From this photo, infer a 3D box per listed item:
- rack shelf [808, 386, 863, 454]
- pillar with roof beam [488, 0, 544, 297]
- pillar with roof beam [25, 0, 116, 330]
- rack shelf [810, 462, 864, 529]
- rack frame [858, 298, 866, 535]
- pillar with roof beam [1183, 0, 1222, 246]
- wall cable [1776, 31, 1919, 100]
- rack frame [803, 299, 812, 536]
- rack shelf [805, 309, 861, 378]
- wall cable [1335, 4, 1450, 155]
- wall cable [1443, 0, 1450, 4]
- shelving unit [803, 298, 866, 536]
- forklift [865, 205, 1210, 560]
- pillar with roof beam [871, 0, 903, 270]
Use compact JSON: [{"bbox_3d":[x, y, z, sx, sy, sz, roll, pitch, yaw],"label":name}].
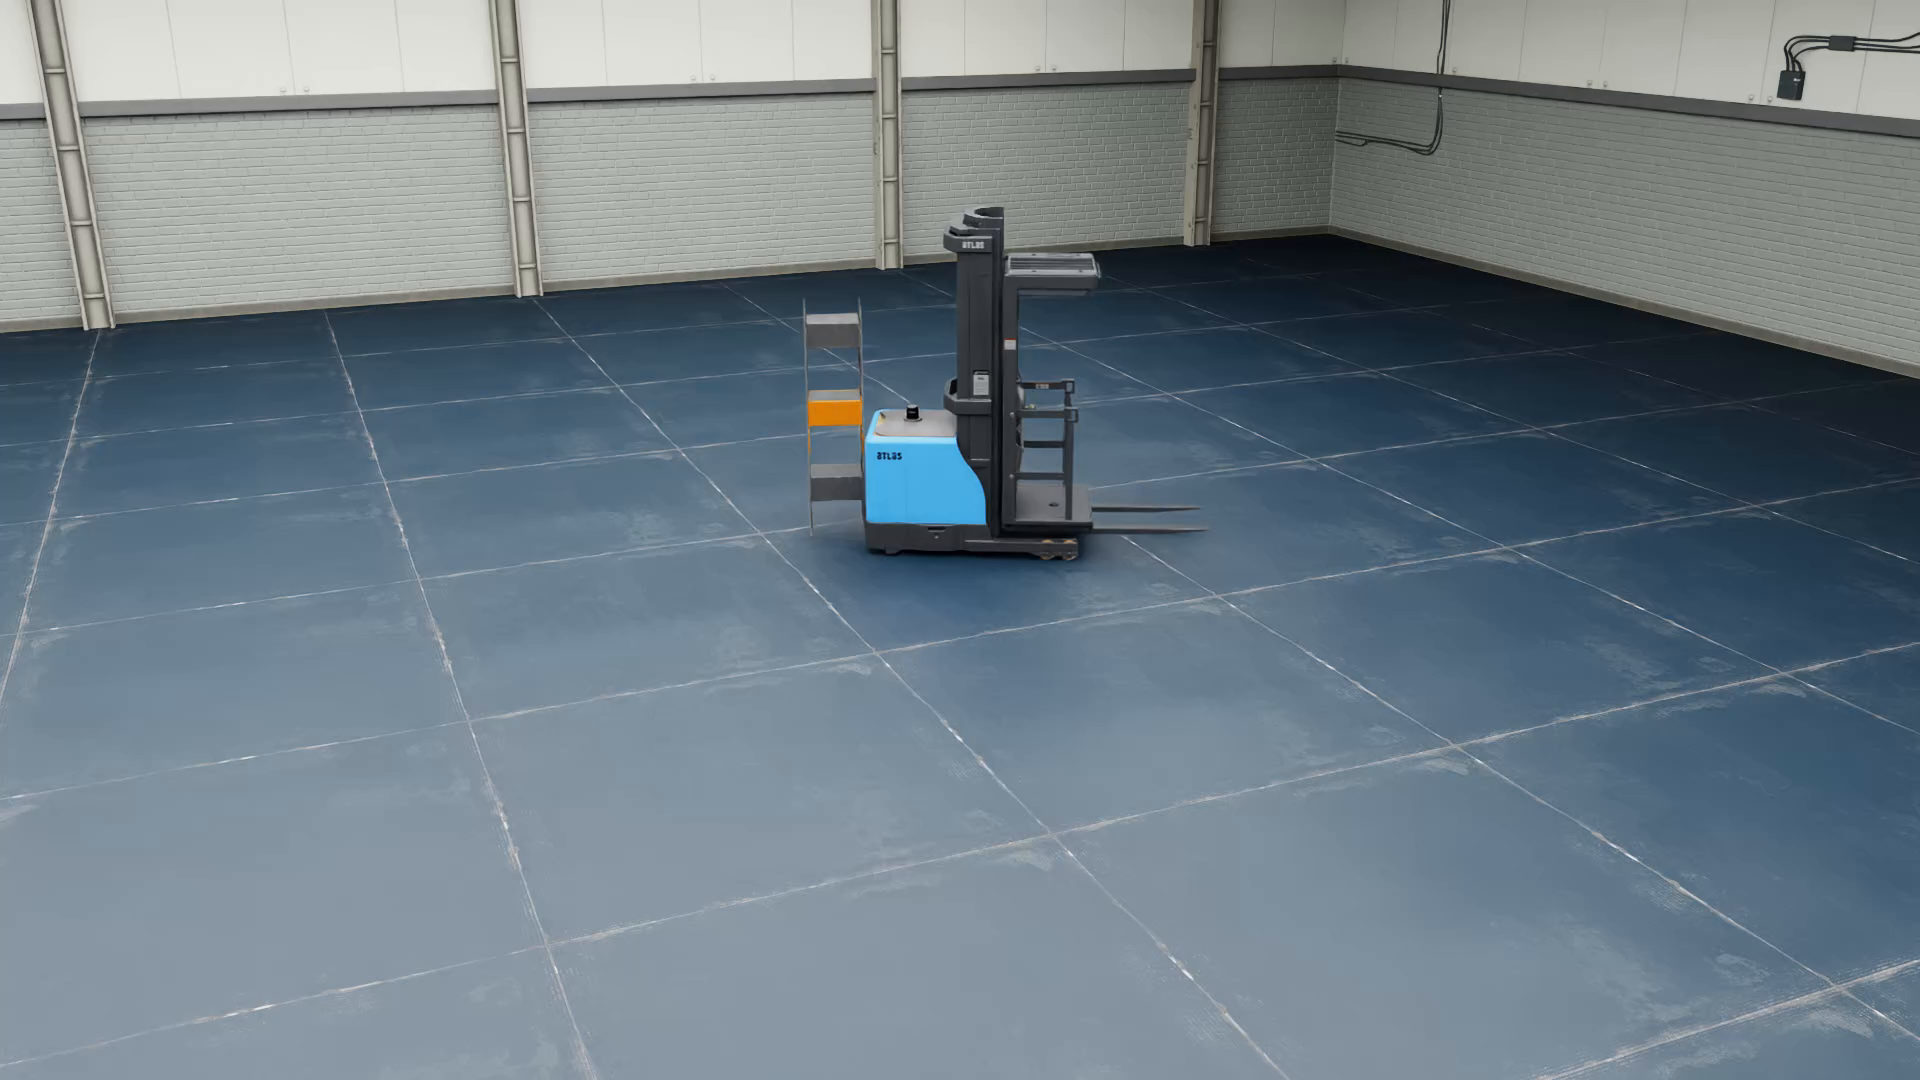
[{"bbox_3d":[-1.127,-1.084,14.979,0.480,0.518,0.431,-2,19,-5],"label":"rack shelf"},{"bbox_3d":[-5.000,-6.748,20.638,0.400,9.000,9.100,-8,21,-22],"label":"pillar with roof beam"},{"bbox_3d":[-10.509,-5.959,18.396,0.400,9.000,9.100,-8,21,-22],"label":"pillar with roof beam"},{"bbox_3d":[-1.127,-0.423,15.212,0.480,0.518,0.431,-2,19,-5],"label":"rack shelf"},{"bbox_3d":[-0.884,-1.104,14.997,0.015,2.100,0.400,-2,19,-5],"label":"rack frame"},{"bbox_3d":[6.019,-8.327,25.121,0.400,9.000,9.100,-8,21,-22],"label":"pillar with roof beam"},{"bbox_3d":[11.288,-8.331,20.012,0.169,6.003,2.305,-8,21,-22],"label":"wall cable"},{"bbox_3d":[-1.370,-1.089,14.953,0.015,2.100,0.400,-2,19,-5],"label":"rack frame"},{"bbox_3d":[-1.127,-1.744,14.747,0.480,0.518,0.431,-2,19,-5],"label":"rack shelf"},{"bbox_3d":[7.542,-8.159,29.321,0.112,2.526,3.097,-8,21,-22],"label":"wall cable"},{"bbox_3d":[8.614,-9.716,26.139,0.112,2.526,3.097,-8,21,-22],"label":"wall cable"},{"bbox_3d":[-1.127,-1.097,14.975,0.503,2.100,0.431,-2,19,-5],"label":"shelving unit"},{"bbox_3d":[0.695,-1.392,14.562,3.031,2.935,1.130,1,19,2],"label":"forklift"},{"bbox_3d":[0.509,-7.537,22.880,0.400,9.000,9.100,-8,21,-22],"label":"pillar with roof beam"}]
